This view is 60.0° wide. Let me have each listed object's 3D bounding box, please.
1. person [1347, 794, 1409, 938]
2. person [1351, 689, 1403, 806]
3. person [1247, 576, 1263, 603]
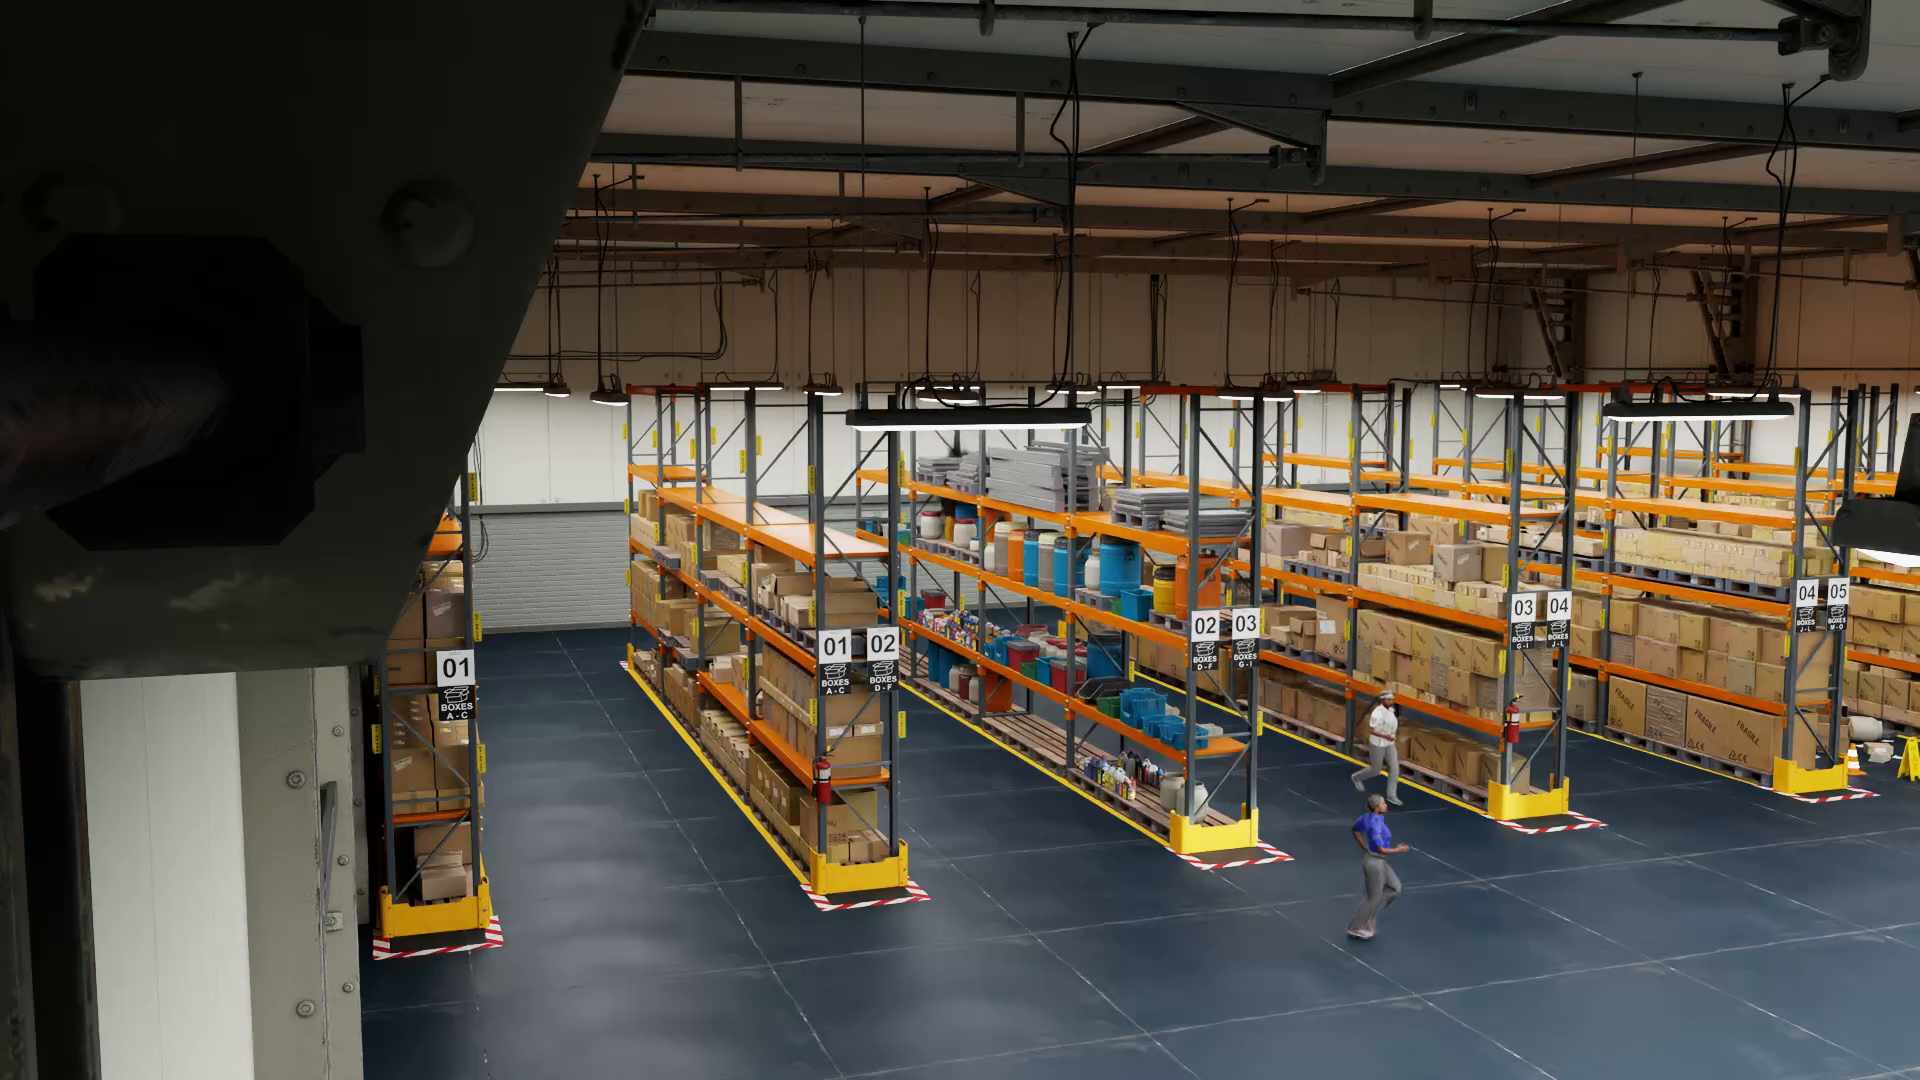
[{"bbox_3d":[4.641,3.608,18.441,0.649,1.628,0.549,1,6,9],"label":"person"},{"bbox_3d":[6.144,2.987,24.342,0.561,1.682,0.889,-4,7,-33],"label":"person"},{"bbox_3d":[6.618,1.633,37.540,0.637,1.693,0.653,-2,6,-17],"label":"person"}]
